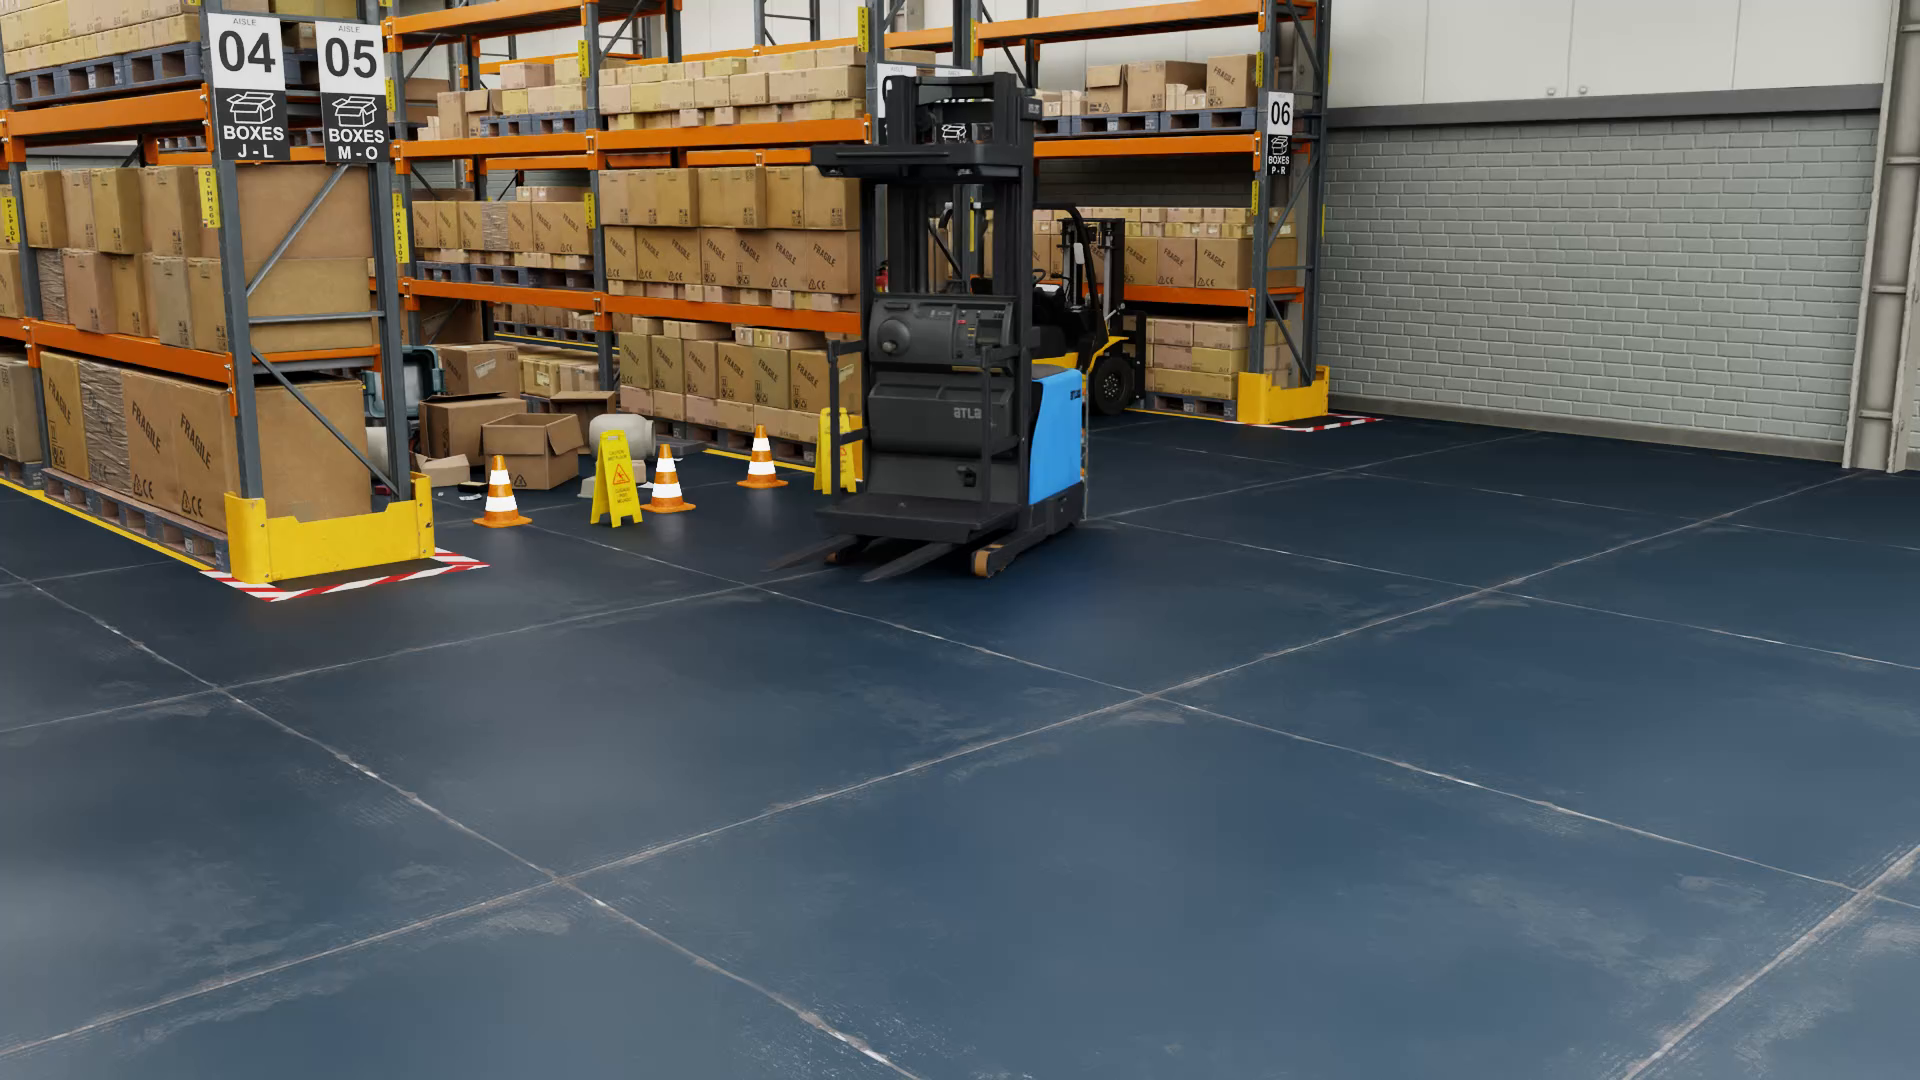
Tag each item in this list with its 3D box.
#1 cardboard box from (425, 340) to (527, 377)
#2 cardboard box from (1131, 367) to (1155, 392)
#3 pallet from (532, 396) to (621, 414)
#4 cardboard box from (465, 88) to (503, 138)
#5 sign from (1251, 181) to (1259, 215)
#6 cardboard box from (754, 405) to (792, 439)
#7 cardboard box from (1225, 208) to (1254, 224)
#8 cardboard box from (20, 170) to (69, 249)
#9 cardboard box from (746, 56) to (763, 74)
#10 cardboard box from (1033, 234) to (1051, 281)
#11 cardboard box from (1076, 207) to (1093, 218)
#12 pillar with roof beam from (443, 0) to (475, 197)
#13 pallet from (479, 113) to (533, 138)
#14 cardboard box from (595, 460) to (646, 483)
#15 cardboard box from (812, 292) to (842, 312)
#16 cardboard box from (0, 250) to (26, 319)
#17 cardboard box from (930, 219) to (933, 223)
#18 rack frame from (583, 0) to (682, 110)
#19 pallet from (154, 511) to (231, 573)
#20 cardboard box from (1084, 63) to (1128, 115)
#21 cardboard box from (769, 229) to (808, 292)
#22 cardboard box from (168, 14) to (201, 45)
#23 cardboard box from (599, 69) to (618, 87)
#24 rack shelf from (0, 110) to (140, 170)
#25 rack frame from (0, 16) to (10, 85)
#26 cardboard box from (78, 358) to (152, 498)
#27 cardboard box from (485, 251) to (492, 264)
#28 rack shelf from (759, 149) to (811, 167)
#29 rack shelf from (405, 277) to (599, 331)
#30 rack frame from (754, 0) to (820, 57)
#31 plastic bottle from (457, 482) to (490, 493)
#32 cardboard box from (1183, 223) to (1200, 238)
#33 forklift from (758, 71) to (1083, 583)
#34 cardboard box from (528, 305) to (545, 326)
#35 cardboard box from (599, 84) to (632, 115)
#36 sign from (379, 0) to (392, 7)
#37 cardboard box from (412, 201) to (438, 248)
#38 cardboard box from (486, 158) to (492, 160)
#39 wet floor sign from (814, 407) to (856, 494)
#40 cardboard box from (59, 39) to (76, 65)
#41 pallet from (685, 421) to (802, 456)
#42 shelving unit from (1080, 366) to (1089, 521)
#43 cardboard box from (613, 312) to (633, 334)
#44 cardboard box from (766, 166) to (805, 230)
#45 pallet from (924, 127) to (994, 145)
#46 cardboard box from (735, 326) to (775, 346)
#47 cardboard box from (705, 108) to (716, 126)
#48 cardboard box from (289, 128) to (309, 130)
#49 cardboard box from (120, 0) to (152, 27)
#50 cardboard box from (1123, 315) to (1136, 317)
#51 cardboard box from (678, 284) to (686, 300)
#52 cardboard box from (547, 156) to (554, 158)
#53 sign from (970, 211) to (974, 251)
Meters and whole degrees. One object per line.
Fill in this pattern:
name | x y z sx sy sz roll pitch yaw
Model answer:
cardboard box | -5.458 -2.024 18.775 0.625 0.372 0.950 10 16 41
cardboard box | 2.043 -1.746 17.725 0.500 0.250 0.500 -11 16 -42
pallet | -3.617 -1.353 16.957 1.003 0.211 1.213 -11 16 -43
cardboard box | -4.767 -4.491 17.584 0.797 0.503 0.637 -11 16 -43
sign | 2.869 -3.324 16.154 0.100 0.325 0.005 -11 16 -43
cardboard box | -1.421 -1.038 14.290 0.500 0.250 0.500 -11 16 -42
cardboard box | 2.872 -3.249 16.657 0.380 0.149 0.250 -11 16 -42
cardboard box | -6.359 -2.445 12.297 0.875 0.550 0.550 -11 16 -43
cardboard box | -1.566 -3.967 13.947 0.250 0.149 0.380 11 16 44
cardboard box | 0.998 -3.172 18.626 0.500 0.500 0.500 -11 16 -42
cardboard box | 1.462 -3.545 18.094 0.380 0.149 0.250 -11 16 -43
pillar with roof beam | -12.102 -7.907 26.988 9.100 9.000 0.400 -11 16 -43
pallet | -4.146 -4.239 17.084 1.213 0.211 1.003 -11 16 -43
cardboard box | -2.682 -0.535 13.141 0.380 0.149 0.250 -3 12 -13
cardboard box | -0.984 -1.945 13.542 0.380 0.149 0.250 -11 16 -43
cardboard box | -7.142 -1.989 12.884 0.500 0.500 0.500 -11 16 -43
cardboard box | -0.210 -3.762 19.881 0.380 0.149 0.250 -11 16 -43
rack frame | -3.078 -5.544 15.520 1.000 3.000 0.127 -11 16 -43
pallet | -4.435 -0.057 10.667 1.003 0.211 1.213 -11 16 -43
cardboard box | 1.778 -4.773 17.668 0.797 0.503 0.637 -10 15 -41
cardboard box | -1.232 -2.331 13.808 0.500 0.500 0.500 -11 16 -42
cardboard box | -4.301 -2.919 9.549 0.380 0.149 0.250 -11 16 -43
cardboard box | -3.097 -4.251 15.324 0.380 0.149 0.250 -11 16 -44
rack shelf | -7.970 -3.310 13.892 1.077 0.370 4.000 -11 16 -43
rack frame | -6.589 -4.839 12.100 1.000 3.000 0.127 -11 16 -43
cardboard box | -5.580 -0.834 11.749 0.875 0.875 0.875 -11 16 -42
cardboard box | -4.803 -3.003 17.637 0.380 0.149 0.250 -10 15 -40
rack shelf | -0.872 -4.707 20.672 1.077 0.370 4.000 -11 16 -43
rack shelf | -4.459 -2.545 17.615 1.077 0.370 4.000 -11 16 -43
rack frame | -2.253 -6.820 21.713 1.000 3.000 0.127 -11 16 -43
plastic bottle | -3.747 -0.405 12.727 0.283 0.061 0.133 6 13 26
cardboard box | 2.497 -3.172 17.018 0.380 0.149 0.250 -11 16 -42
forklift | -0.200 -1.307 9.992 1.130 2.935 3.031 5 13 22
cardboard box | -6.569 -3.707 26.624 0.500 0.500 0.500 -11 16 -42
cardboard box | -2.972 -4.045 15.311 0.500 0.250 0.500 -11 16 -44
sign | -3.421 -3.330 9.844 0.100 0.325 0.005 -11 16 -43
cardboard box | -5.697 -3.492 18.401 0.500 0.500 0.500 11 16 44
cardboard box | -7.526 -6.282 27.157 0.380 0.149 0.250 -11 16 -42
wet floor sign | -0.959 -0.692 12.671 0.267 0.644 0.232 -5 13 -23
cardboard box | -5.702 -3.216 10.987 0.380 0.149 0.250 -11 16 -43
pallet | -1.742 -0.969 15.090 1.003 0.211 1.213 -11 16 -43
shelving unit | 0.766 -0.672 11.573 0.215 1.050 0.252 -1 12 -6
cardboard box | -4.844 -3.345 24.867 0.500 0.500 0.500 -10 15 -40
cardboard box | -1.171 -2.825 13.729 0.700 0.500 0.500 -11 16 -42
pallet | -0.109 -4.800 19.818 1.217 0.209 0.805 11 16 43
cardboard box | -1.712 -1.766 14.360 0.380 0.149 0.250 -10 15 -40
cardboard box | -1.974 -3.647 14.366 0.380 0.149 0.250 -11 16 -42
cardboard box | -7.982 -5.100 20.338 0.250 0.166 0.380 10 16 41
cardboard box | -4.711 -3.219 10.015 0.500 0.250 0.500 -11 16 -42
cardboard box | 1.671 -2.308 17.974 0.500 0.250 0.500 -11 16 -44
cardboard box | -2.323 -2.252 15.033 0.380 0.149 0.250 -11 16 -43
cardboard box | -6.153 -5.979 25.688 0.380 0.149 0.250 -10 15 -41
sign | 0.076 -2.522 13.572 0.100 0.325 0.005 -11 16 -43
